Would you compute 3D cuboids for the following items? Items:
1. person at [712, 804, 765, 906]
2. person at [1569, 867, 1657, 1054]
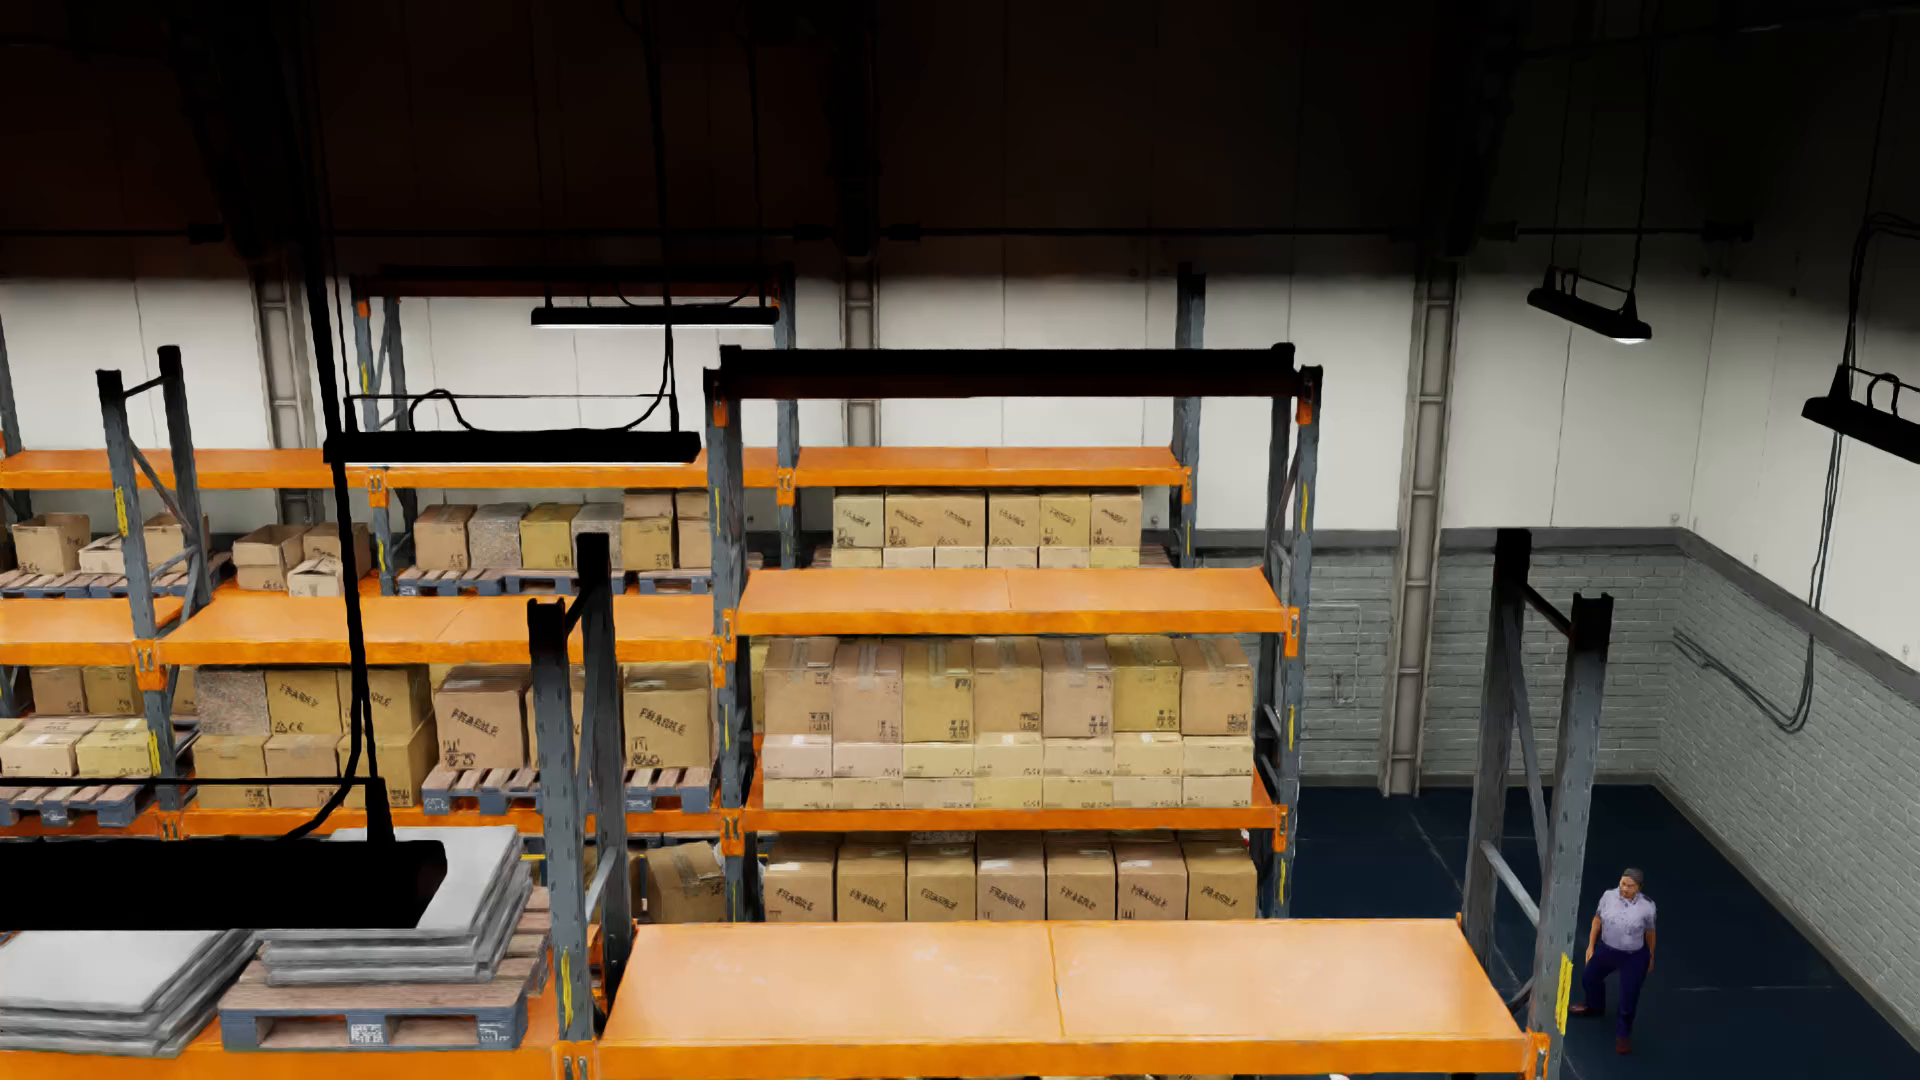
[{"bbox_3d":[-2.173,2.793,15.958,0.782,1.712,0.688,1,16,4],"label":"person"},{"bbox_3d":[5.453,3.416,13.927,0.682,1.641,0.515,15,22,42],"label":"person"}]
